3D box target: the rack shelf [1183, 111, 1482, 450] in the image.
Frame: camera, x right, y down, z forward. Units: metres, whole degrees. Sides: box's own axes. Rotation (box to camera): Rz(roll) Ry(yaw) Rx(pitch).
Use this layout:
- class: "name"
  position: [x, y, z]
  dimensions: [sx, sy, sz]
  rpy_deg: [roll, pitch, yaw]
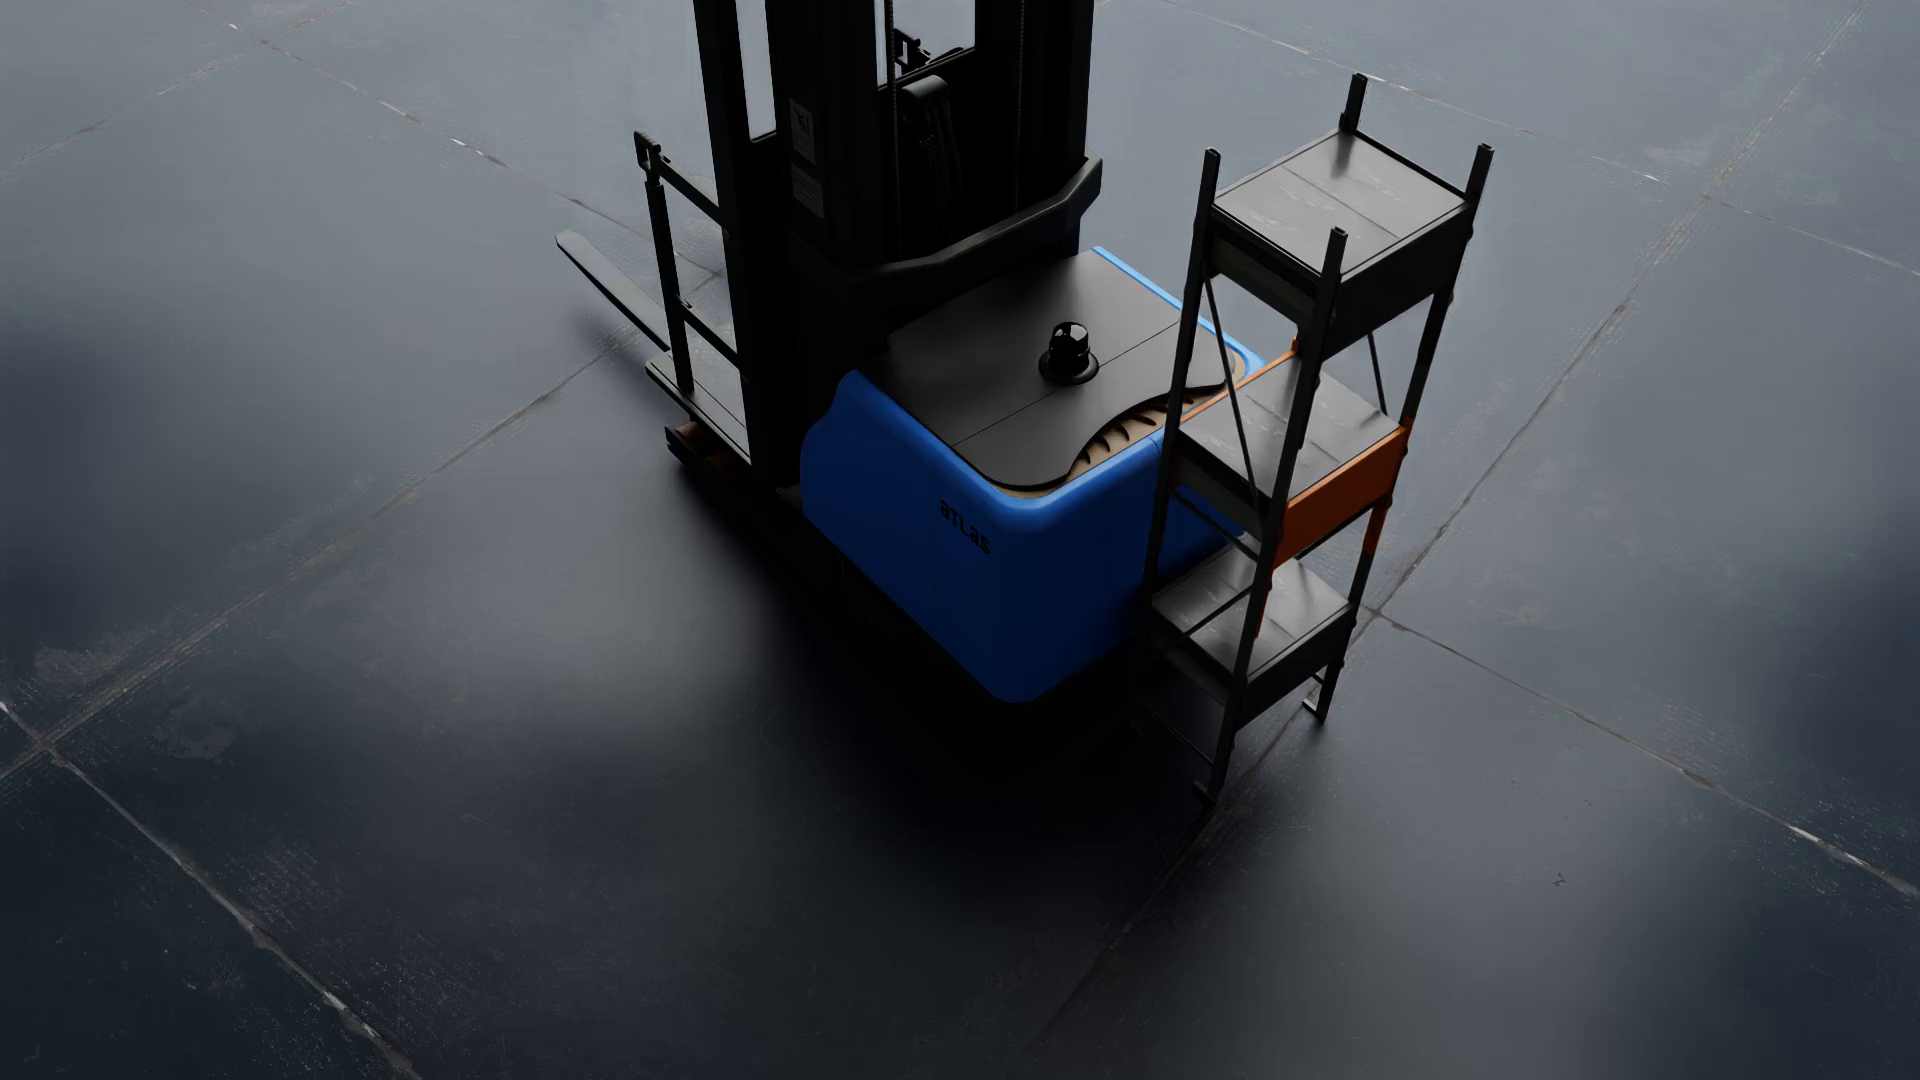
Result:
- class: "rack shelf"
  position: [0.855, -0.615, 3.929]
  dimensions: [0.480, 0.518, 0.431]
  rpy_deg: [-31, 55, -26]

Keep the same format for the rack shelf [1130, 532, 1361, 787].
- class: "rack shelf"
  position: [0.833, 0.332, 4.959]
  dimensions: [0.480, 0.518, 0.431]
  rpy_deg: [-31, 55, -26]

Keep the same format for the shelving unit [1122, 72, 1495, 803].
- class: "shelving unit"
  position: [0.844, -0.151, 4.434]
  dimensions: [0.503, 2.100, 0.431]
  rpy_deg: [-31, 55, -26]

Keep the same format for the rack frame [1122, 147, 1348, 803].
- class: "rack frame"
  position: [0.657, -0.037, 4.326]
  dimensions: [0.015, 2.100, 0.400]
  rpy_deg: [-31, 55, -26]

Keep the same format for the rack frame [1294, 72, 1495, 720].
- class: "rack frame"
  position: [1.031, -0.264, 4.542]
  dimensions: [0.015, 2.100, 0.400]
  rpy_deg: [-31, 55, -26]

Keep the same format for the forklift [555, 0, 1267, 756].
- class: "forklift"
  position: [-0.396, -1.367, 5.029]
  dimensions: [1.130, 2.935, 3.031]
  rpy_deg: [-30, 53, -26]

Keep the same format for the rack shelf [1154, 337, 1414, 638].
- class: "rack shelf"
  position: [0.844, -0.141, 4.444]
  dimensions: [0.480, 0.518, 0.431]
  rpy_deg: [-31, 55, -26]
